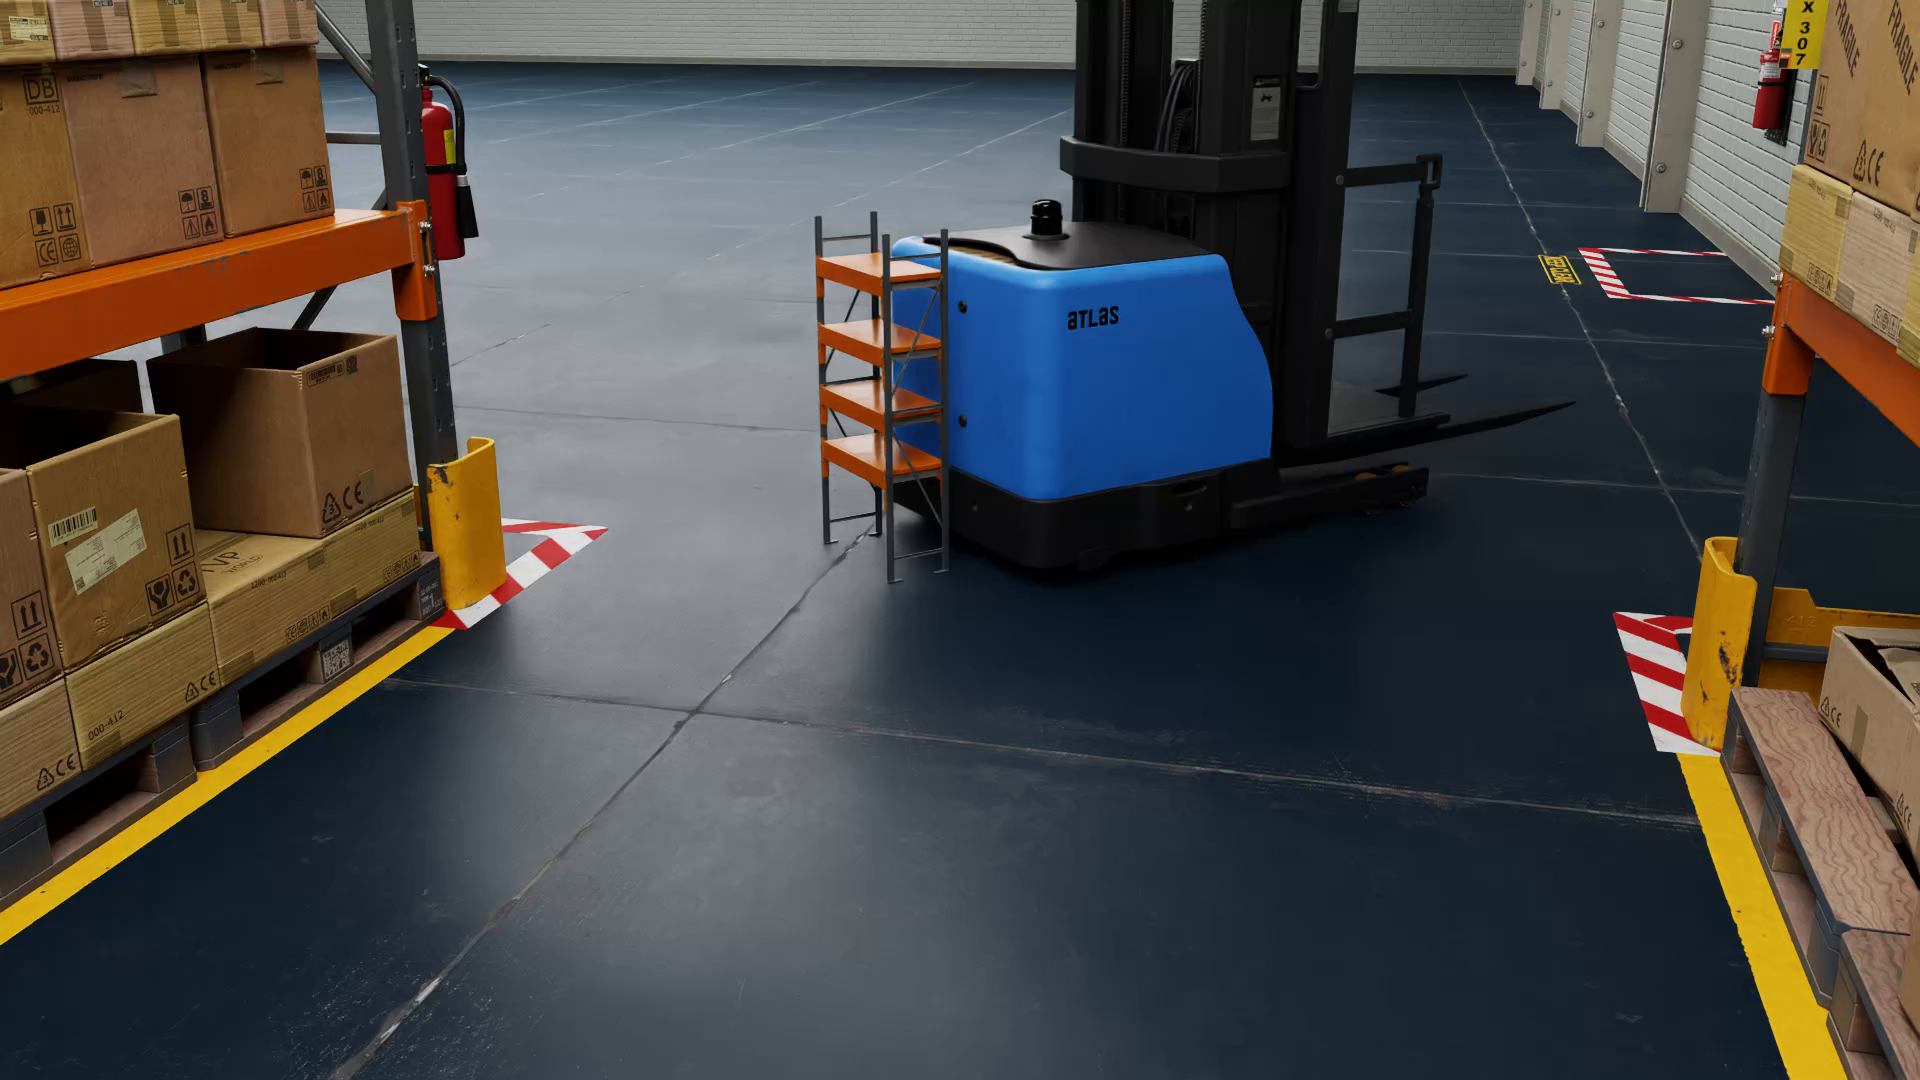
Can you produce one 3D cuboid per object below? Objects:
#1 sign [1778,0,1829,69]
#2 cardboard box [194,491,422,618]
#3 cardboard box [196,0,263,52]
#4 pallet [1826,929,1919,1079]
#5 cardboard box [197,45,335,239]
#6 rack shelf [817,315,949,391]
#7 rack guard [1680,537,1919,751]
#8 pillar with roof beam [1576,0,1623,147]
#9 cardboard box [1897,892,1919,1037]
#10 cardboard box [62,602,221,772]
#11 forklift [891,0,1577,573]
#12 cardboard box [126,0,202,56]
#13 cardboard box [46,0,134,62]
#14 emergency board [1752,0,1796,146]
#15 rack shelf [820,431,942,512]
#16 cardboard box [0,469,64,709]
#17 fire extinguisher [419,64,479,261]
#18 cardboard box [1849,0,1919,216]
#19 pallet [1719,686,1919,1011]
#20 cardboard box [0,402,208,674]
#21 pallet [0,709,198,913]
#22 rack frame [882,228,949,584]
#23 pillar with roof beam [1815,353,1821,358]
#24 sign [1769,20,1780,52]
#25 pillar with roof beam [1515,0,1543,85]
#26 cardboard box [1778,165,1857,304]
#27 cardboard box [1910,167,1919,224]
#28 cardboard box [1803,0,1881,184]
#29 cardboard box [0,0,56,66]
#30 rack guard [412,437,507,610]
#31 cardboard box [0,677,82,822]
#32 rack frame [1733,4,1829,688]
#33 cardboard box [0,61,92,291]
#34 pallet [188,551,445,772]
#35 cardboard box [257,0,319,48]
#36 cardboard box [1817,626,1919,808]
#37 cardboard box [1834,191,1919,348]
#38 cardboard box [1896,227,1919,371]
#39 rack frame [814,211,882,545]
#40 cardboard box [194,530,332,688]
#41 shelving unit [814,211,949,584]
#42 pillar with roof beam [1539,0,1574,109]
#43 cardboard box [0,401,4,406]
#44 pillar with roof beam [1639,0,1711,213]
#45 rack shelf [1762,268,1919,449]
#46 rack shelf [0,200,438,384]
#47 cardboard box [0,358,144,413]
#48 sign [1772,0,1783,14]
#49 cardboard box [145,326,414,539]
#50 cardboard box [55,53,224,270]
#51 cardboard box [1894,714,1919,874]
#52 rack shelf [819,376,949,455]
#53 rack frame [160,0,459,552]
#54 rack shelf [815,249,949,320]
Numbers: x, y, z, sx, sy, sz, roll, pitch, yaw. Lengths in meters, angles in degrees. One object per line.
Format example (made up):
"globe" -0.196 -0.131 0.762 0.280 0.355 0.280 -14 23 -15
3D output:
"sign" 2.106 -1.336 4.120 0.100 0.325 0.005 5 19 13
"cardboard box" -2.016 0.020 5.093 0.500 0.250 0.500 5 19 13
"cardboard box" -2.143 -1.411 4.521 0.380 0.149 0.250 5 20 15
"pallet" 2.081 1.092 2.663 1.003 0.211 1.213 5 19 13
"cardboard box" -2.298 -1.176 4.835 0.700 0.500 0.500 5 19 13
"rack shelf" -0.272 -0.653 5.759 0.258 0.148 0.480 -11 22 -29
"rack guard" 2.614 0.323 4.469 1.175 0.500 0.348 5 19 13
"pillar with roof beam" 3.524 -9.417 19.836 9.100 9.000 0.400 5 19 13
"cardboard box" 2.009 0.705 2.669 0.700 0.500 0.500 3 19 10
"cardboard box" -2.247 0.334 4.172 0.500 0.250 0.500 5 19 13
"forklift" 1.249 -1.614 6.379 3.031 2.935 1.130 -12 22 -31
"cardboard box" -2.205 -1.331 4.286 0.380 0.149 0.250 4 19 13
"cardboard box" -2.269 -1.253 4.056 0.380 0.149 0.250 5 19 14
"emergency board" 5.407 -3.248 11.057 0.194 1.169 0.643 5 19 13
"rack shelf" -0.272 -0.253 5.896 0.258 0.148 0.480 -11 22 -29
"cardboard box" -2.368 0.136 3.592 0.500 0.500 0.500 5 19 13
"fire extinguisher" -1.693 -1.238 5.291 0.296 0.674 0.183 5 19 13
"cardboard box" 2.094 -0.897 3.215 0.500 0.500 0.500 5 19 14
"pallet" 2.381 0.711 3.779 1.003 0.211 1.213 5 19 13
"cardboard box" -2.244 -0.020 4.050 0.500 0.500 0.500 5 19 13
"pallet" -2.618 0.670 3.900 1.003 0.211 1.213 5 19 13
"rack frame" -0.145 -0.438 5.612 0.240 1.200 0.015 -11 22 -29
"pillar with roof beam" 0.592 -5.656 8.824 9.100 9.000 0.400 5 19 13
"sign" 5.642 -3.430 11.535 0.001 0.329 0.234 5 19 13
"pillar with roof beam" 6.456 -13.178 30.848 9.100 9.000 0.400 5 19 13
"cardboard box" 2.206 -0.695 3.782 0.500 0.250 0.500 4 19 12
"cardboard box" 1.962 -0.736 2.742 0.500 0.500 0.500 4 19 12
"cardboard box" 2.225 -1.051 3.666 0.500 0.500 0.500 5 19 13
"cardboard box" -2.333 -1.170 3.815 0.380 0.149 0.250 5 20 15
"rack guard" -2.166 -0.099 5.703 1.175 0.500 0.348 5 19 13
"cardboard box" -2.371 0.491 3.714 0.500 0.250 0.500 5 19 13
"rack frame" 2.633 -0.884 4.135 1.000 3.000 0.127 5 19 13
"cardboard box" -2.549 -0.856 3.898 0.700 0.500 0.500 5 19 14
"pallet" -2.318 0.288 5.016 1.003 0.211 1.213 5 19 13
"cardboard box" -2.080 -1.494 4.761 0.380 0.149 0.250 4 19 12
"cardboard box" 2.376 0.390 3.884 0.500 0.311 0.500 2 19 7
"cardboard box" 2.092 -0.531 3.302 0.500 0.250 0.500 4 19 12
"cardboard box" 1.962 -0.372 2.836 0.500 0.250 0.500 4 19 13
"rack frame" -0.398 -0.573 6.008 0.240 1.200 0.015 -11 22 -29
"cardboard box" -2.127 0.177 4.632 0.500 0.250 0.500 5 19 13
"shelving unit" -0.272 -0.505 5.810 0.258 1.200 0.503 -11 22 -29
"pillar with roof beam" 4.990 -11.298 25.342 9.100 9.000 0.400 5 19 13
"cardboard box" -2.749 -0.061 4.171 0.500 0.500 0.500 5 19 13
"pillar with roof beam" 2.058 -7.536 14.330 9.100 9.000 0.400 5 19 13
"rack shelf" 2.144 0.083 2.416 1.077 0.370 4.000 5 19 13
"rack shelf" -2.661 -0.307 3.558 1.077 0.370 4.000 5 19 13
"cardboard box" -2.639 -0.219 4.632 0.500 0.500 0.500 5 19 13
"sign" 5.632 -3.681 11.447 0.001 0.109 0.331 5 19 13
"cardboard box" -2.014 -0.335 4.971 0.500 0.500 0.500 5 19 13
"cardboard box" -2.422 -1.011 4.352 0.700 0.500 0.500 5 20 15
"cardboard box" 2.237 0.569 3.361 0.500 0.311 0.500 6 20 18
"rack shelf" -0.272 -0.441 5.832 0.258 0.148 0.480 -11 22 -29
"rack frame" -2.172 -1.274 5.277 1.000 3.000 0.127 5 19 13
"rack shelf" -0.272 -0.877 5.683 0.258 0.148 0.480 -11 22 -29
